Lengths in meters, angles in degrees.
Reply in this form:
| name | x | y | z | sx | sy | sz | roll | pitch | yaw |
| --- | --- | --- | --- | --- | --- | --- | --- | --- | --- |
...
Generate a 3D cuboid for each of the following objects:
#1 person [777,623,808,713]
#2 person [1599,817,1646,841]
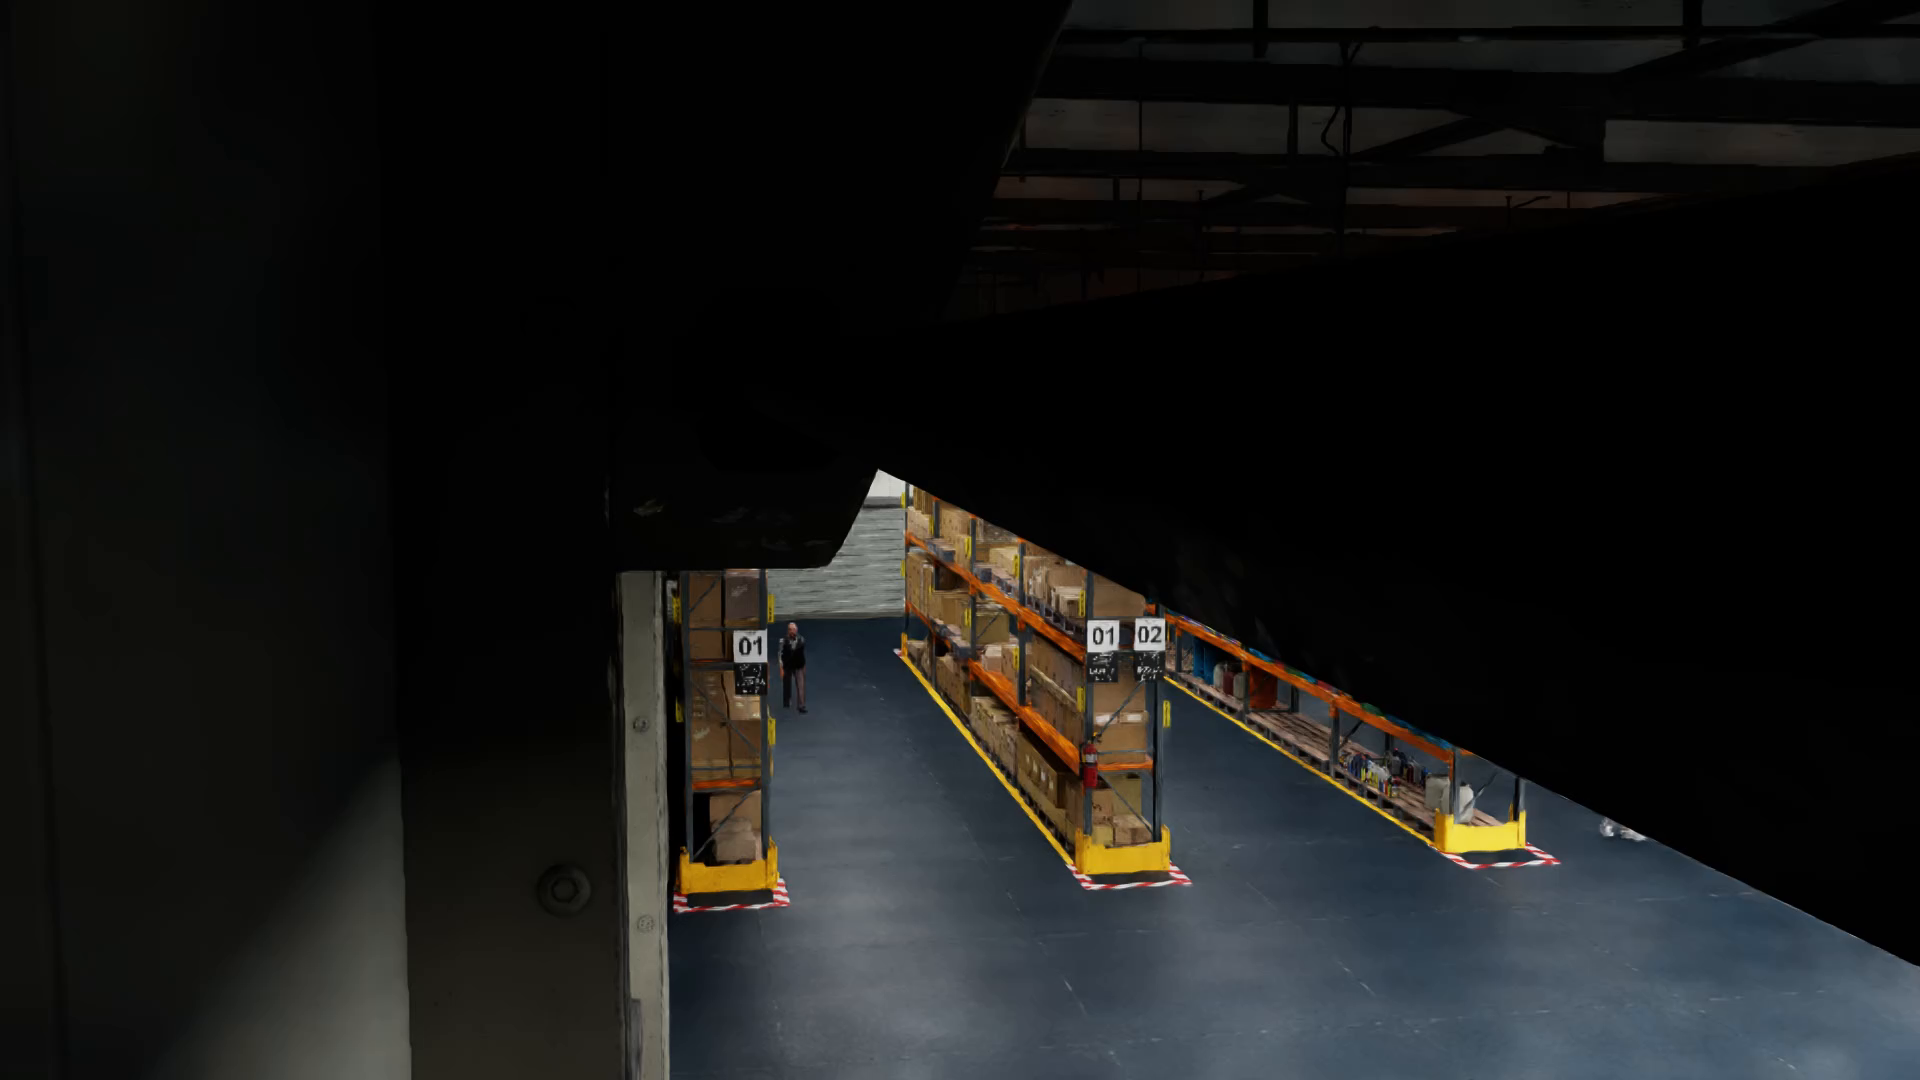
| name | x | y | z | sx | sy | sz | roll | pitch | yaw |
| --- | --- | --- | --- | --- | --- | --- | --- | --- | --- |
| person | -3.088 | 2.327 | 30.560 | 0.546 | 1.643 | 1.105 | -1 | 6 | -12 |
| person | 8.949 | 3.144 | 22.346 | 0.564 | 1.761 | 0.575 | 6 | 8 | 43 |
